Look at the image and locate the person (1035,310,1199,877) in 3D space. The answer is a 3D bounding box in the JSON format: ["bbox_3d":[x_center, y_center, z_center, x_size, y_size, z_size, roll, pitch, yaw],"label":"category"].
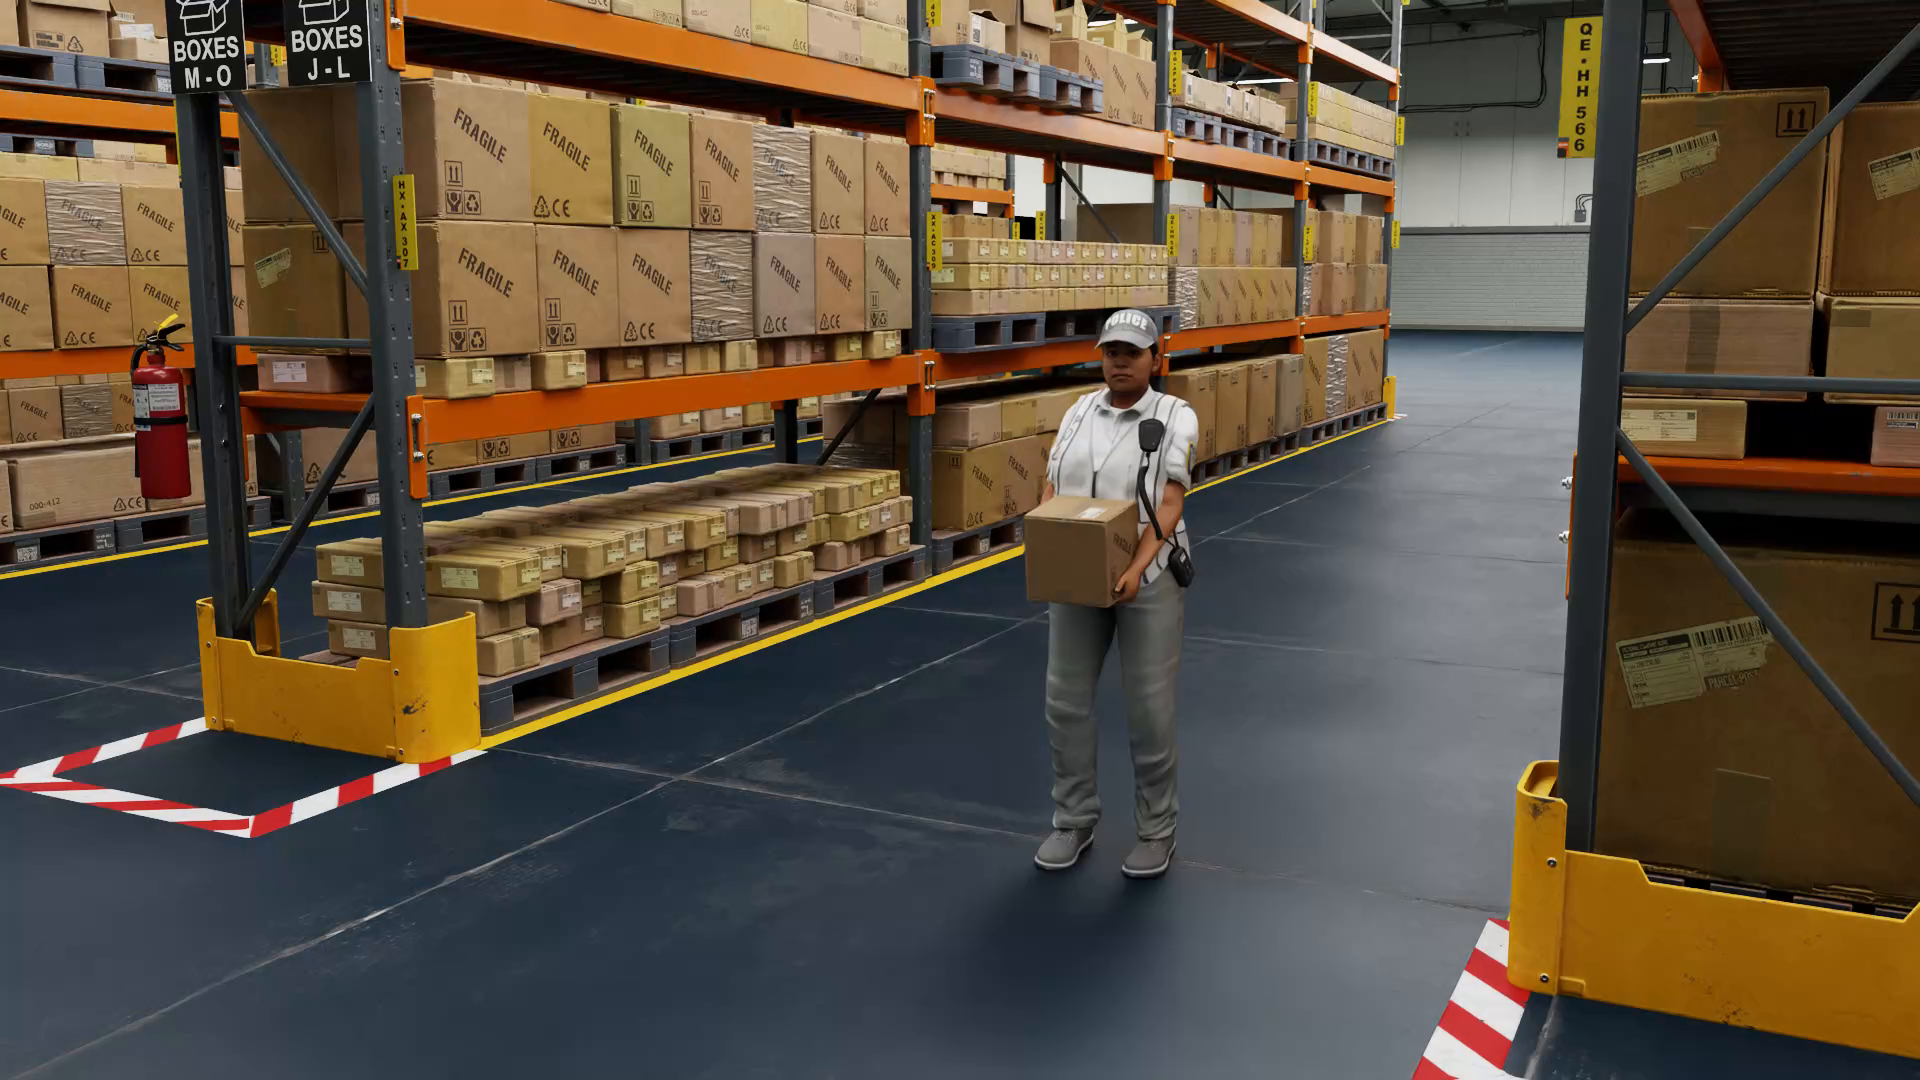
[{"bbox_3d":[0.442,0.159,4.913,0.453,1.660,0.543,5,10,27],"label":"person"}]
